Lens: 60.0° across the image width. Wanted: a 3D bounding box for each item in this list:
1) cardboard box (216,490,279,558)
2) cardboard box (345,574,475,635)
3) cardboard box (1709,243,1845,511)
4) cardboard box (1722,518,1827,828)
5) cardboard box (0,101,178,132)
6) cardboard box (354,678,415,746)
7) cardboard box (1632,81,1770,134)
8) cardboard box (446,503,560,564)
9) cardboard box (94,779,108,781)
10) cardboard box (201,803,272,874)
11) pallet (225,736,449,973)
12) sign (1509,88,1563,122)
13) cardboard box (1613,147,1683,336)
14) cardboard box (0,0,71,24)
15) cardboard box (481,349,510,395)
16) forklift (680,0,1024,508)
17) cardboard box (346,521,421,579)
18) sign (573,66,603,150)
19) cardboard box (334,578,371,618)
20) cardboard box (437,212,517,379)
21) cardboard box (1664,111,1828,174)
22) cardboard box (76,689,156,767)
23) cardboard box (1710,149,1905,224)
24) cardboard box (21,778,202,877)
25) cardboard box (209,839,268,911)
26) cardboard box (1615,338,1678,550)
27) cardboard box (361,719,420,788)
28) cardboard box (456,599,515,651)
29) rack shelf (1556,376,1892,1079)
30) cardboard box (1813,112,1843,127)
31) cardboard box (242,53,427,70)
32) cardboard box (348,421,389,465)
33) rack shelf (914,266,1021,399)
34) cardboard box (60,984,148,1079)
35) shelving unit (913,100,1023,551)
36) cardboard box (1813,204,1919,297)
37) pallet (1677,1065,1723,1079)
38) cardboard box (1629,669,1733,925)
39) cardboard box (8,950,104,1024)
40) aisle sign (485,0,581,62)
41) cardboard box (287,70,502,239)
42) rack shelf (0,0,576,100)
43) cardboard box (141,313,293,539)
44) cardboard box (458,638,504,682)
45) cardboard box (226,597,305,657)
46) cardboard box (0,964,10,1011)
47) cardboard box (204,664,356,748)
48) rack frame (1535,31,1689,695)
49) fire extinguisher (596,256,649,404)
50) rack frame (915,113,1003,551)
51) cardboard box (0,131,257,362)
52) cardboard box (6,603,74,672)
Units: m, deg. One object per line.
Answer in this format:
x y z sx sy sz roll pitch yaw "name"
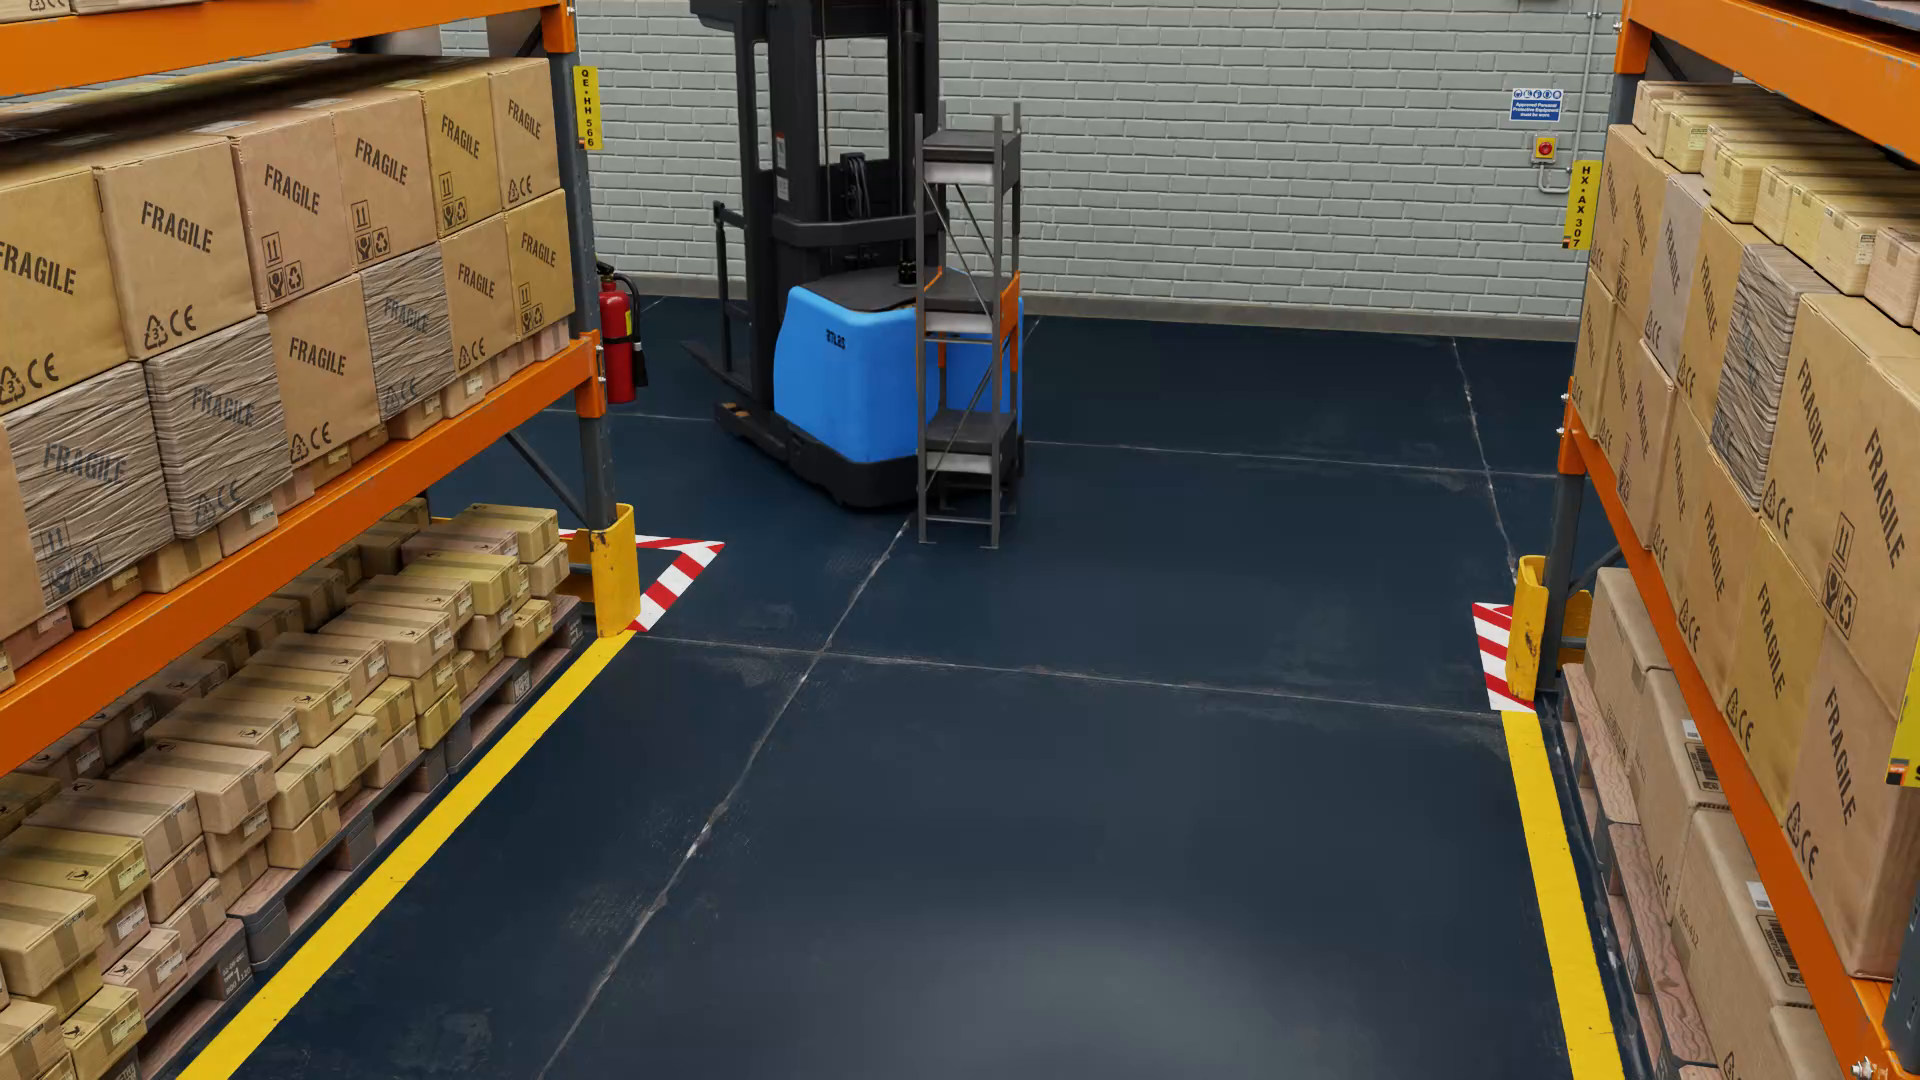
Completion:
-2.244 -0.078 4.869 0.380 0.149 0.250 5 23 13 "cardboard box"
-2.038 0.253 6.168 0.380 0.149 0.250 4 22 9 "cardboard box"
2.055 -0.366 3.775 0.500 0.500 0.500 5 22 12 "cardboard box"
1.967 0.286 3.495 0.500 0.500 0.500 4 22 10 "cardboard box"
-2.704 -1.038 5.044 0.500 0.500 0.500 4 22 9 "cardboard box"
-2.123 0.584 5.745 0.380 0.149 0.250 6 23 14 "cardboard box"
2.496 -1.456 5.612 0.380 0.149 0.250 5 22 12 "cardboard box"
-1.887 -0.029 6.868 0.380 0.149 0.250 5 22 12 "cardboard box"
-2.830 0.841 5.105 0.380 0.149 0.250 5 22 12 "cardboard box"
-2.341 0.862 5.053 0.380 0.149 0.250 6 23 13 "cardboard box"
-2.494 0.967 5.670 1.003 0.211 1.213 4 22 11 "pallet"
3.933 -2.969 11.348 0.327 0.218 0.001 4 22 11 "sign"
2.364 -0.920 5.151 0.500 0.500 0.500 4 22 9 "cardboard box"
-2.397 -1.286 3.716 0.500 0.250 0.500 4 22 10 "cardboard box"
-1.941 -0.655 6.302 0.380 0.149 0.250 4 22 10 "cardboard box"
-0.818 -2.033 9.479 1.130 2.935 3.031 -12 25 -27 "forklift"
-2.405 0.034 6.712 0.380 0.149 0.250 5 22 12 "cardboard box"
-1.488 -1.728 6.655 0.100 0.325 0.005 4 22 11 "sign"
-2.460 0.260 6.548 0.380 0.149 0.250 5 22 12 "cardboard box"
-1.977 -0.906 6.056 0.500 0.500 0.500 4 22 10 "cardboard box"
2.311 -1.170 4.904 0.380 0.149 0.250 4 22 9 "cardboard box"
-2.831 0.588 5.335 0.380 0.149 0.250 4 22 9 "cardboard box"
2.138 -0.892 4.212 0.380 0.149 0.250 4 22 10 "cardboard box"
-2.422 0.821 4.757 0.380 0.149 0.250 4 22 10 "cardboard box"
-2.377 0.998 5.114 0.380 0.149 0.250 4 22 9 "cardboard box"
2.263 -0.274 4.885 0.500 0.500 0.500 4 22 11 "cardboard box"
-2.126 0.722 5.800 0.380 0.149 0.250 5 22 12 "cardboard box"
-1.960 0.301 6.447 0.380 0.149 0.250 4 22 9 "cardboard box"
2.431 0.312 4.527 1.077 0.370 4.000 4 22 11 "rack shelf"
2.934 -1.323 5.283 0.380 0.149 0.250 5 22 12 "cardboard box"
-2.378 -1.598 6.435 0.500 0.500 0.500 4 22 11 "cardboard box"
-2.166 -0.372 5.598 0.380 0.149 0.250 4 22 9 "cardboard box"
0.043 -1.016 8.102 0.431 0.518 0.480 4 22 11 "rack shelf"
-2.400 1.291 4.387 0.380 0.149 0.250 5 22 13 "cardboard box"
0.043 -1.029 8.097 0.431 2.100 0.503 4 22 11 "shelving unit"
2.045 -0.605 3.500 0.380 0.149 0.250 4 22 11 "cardboard box"
2.255 1.731 3.773 1.003 0.211 1.213 4 22 11 "pallet"
2.624 0.825 5.158 0.875 0.438 0.875 5 22 12 "cardboard box"
-2.492 1.151 4.335 0.380 0.149 0.250 5 22 11 "cardboard box"
-1.718 -2.303 6.578 0.394 0.787 0.004 4 22 11 "aisle sign"
-1.980 -1.370 5.870 0.500 0.500 0.500 4 22 9 "cardboard box"
-2.435 -1.420 4.812 1.077 0.370 4.000 4 22 11 "rack shelf"
-2.263 -0.340 4.651 0.500 0.500 0.500 4 22 10 "cardboard box"
-2.022 0.434 6.514 0.380 0.149 0.250 4 22 11 "cardboard box"
-2.617 0.314 6.017 0.380 0.149 0.250 5 23 13 "cardboard box"
-2.570 1.111 4.038 0.380 0.149 0.250 5 23 13 "cardboard box"
-2.226 0.541 5.452 0.380 0.149 0.250 5 22 11 "cardboard box"
2.840 -0.753 6.209 1.000 3.000 0.127 4 22 11 "rack frame"
-1.524 -0.942 7.279 0.296 0.674 0.183 4 22 11 "fire extinguisher"
-0.007 -0.939 7.876 0.400 2.100 0.015 4 22 11 "rack frame"
-2.289 -0.798 4.449 0.500 0.500 0.500 5 22 12 "cardboard box"
-2.482 0.205 4.164 0.380 0.149 0.250 3 22 9 "cardboard box"
